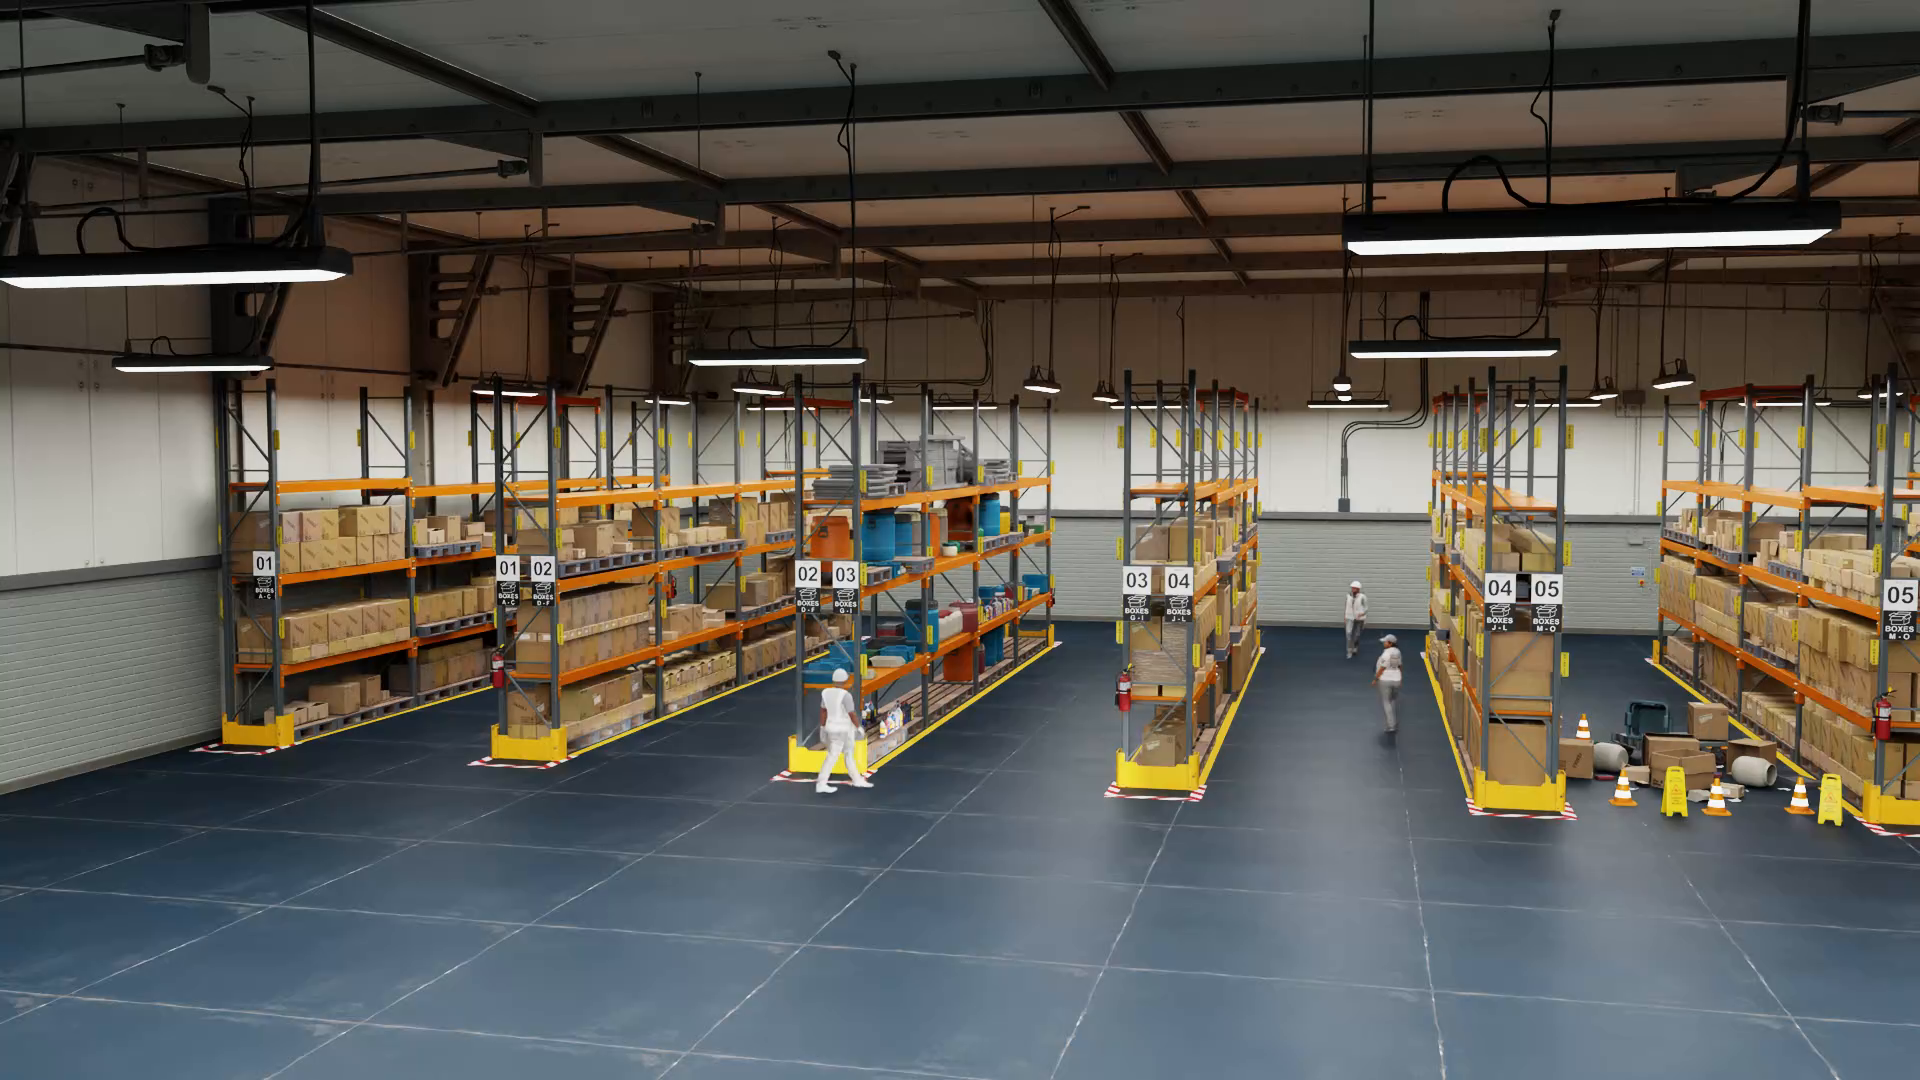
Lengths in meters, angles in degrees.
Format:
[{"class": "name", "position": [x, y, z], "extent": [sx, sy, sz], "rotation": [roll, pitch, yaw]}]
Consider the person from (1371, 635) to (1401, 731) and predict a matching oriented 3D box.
[{"class": "person", "position": [7.356, 2.486, 28.634], "extent": [0.536, 1.717, 0.602], "rotation": [-1, 4, -21]}]

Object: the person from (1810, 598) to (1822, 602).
[{"class": "person", "position": [19.817, 1.829, 38.424], "extent": [0.991, 1.718, 0.582], "rotation": [1, 4, 18]}]

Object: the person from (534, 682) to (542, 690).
[{"class": "person", "position": [-8.091, 2.203, 32.650], "extent": [0.682, 1.721, 0.613], "rotation": [3, 5, 43]}]

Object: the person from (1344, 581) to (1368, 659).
[{"class": "person", "position": [9.188, 1.831, 38.572], "extent": [0.542, 1.754, 0.992], "rotation": [1, 4, 13]}]

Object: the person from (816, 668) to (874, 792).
[{"class": "person", "position": [-1.607, 2.689, 23.545], "extent": [0.899, 1.756, 0.498], "rotation": [-1, 4, -19]}]
